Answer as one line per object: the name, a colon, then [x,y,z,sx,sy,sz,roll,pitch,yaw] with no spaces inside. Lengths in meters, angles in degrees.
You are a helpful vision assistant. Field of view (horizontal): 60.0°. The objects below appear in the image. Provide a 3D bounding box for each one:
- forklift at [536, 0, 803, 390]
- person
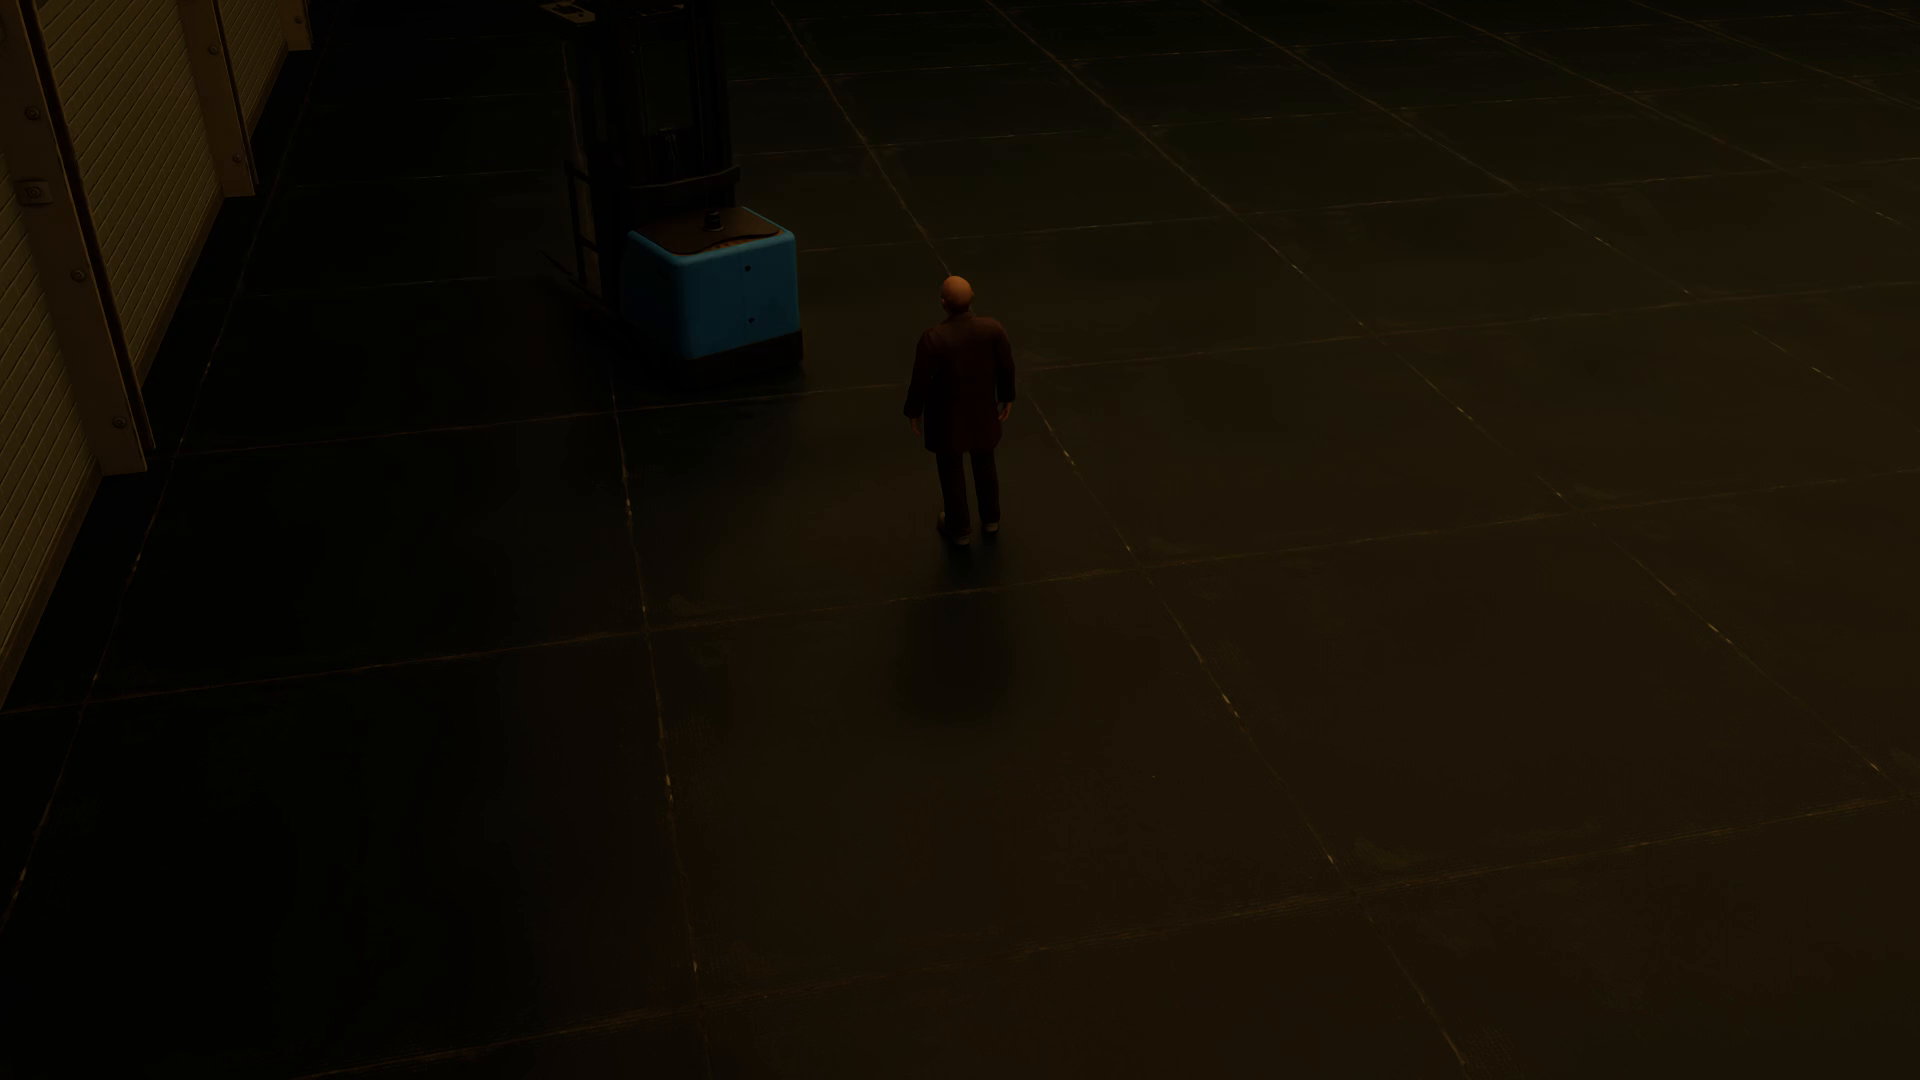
forklift: [-2.470,-3.063,12.866,1.130,2.935,3.031,-20,35,-30]
person: [-0.017,-0.820,10.128,0.696,1.776,0.582,-7,31,-12]
